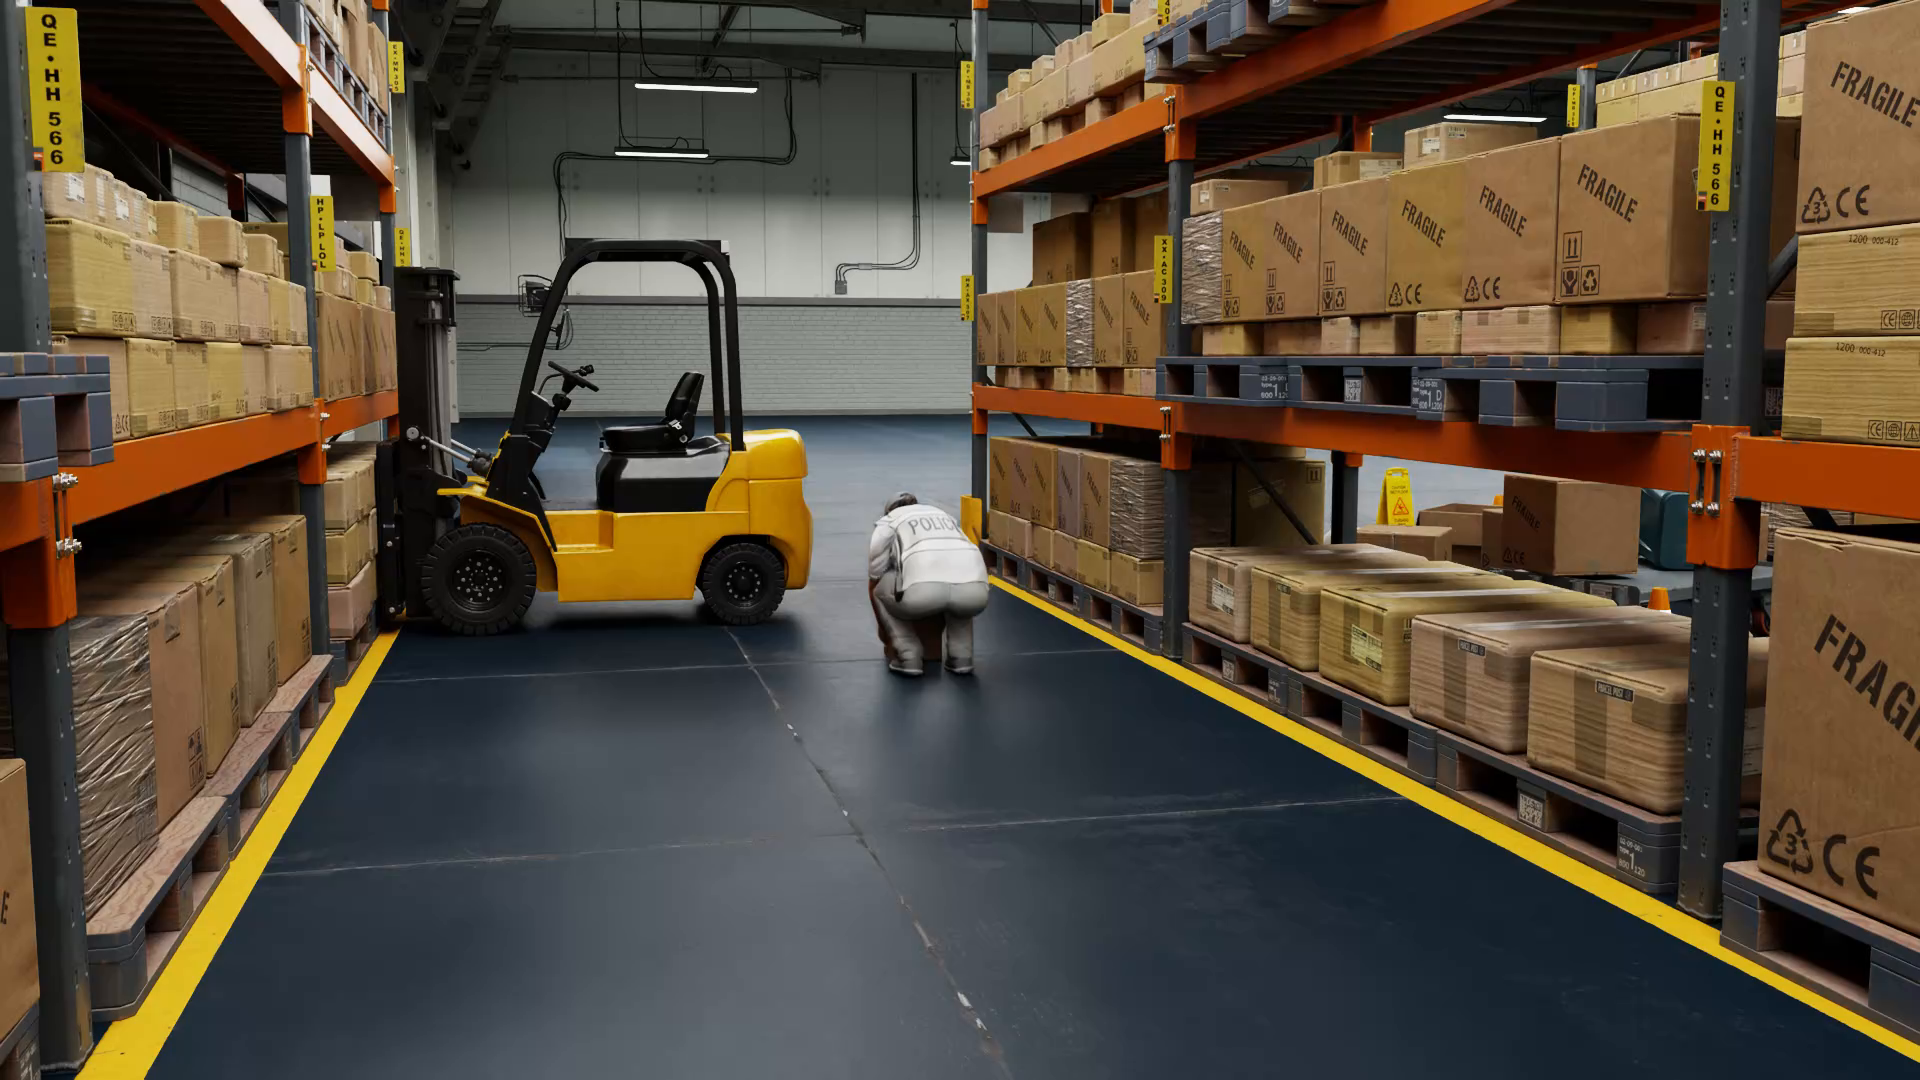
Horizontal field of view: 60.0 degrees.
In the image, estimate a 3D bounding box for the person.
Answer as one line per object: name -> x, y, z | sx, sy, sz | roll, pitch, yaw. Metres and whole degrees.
person -> -0.160, 0.213, 8.033 | 0.515, 0.848, 0.864 | -2, 6, -14
